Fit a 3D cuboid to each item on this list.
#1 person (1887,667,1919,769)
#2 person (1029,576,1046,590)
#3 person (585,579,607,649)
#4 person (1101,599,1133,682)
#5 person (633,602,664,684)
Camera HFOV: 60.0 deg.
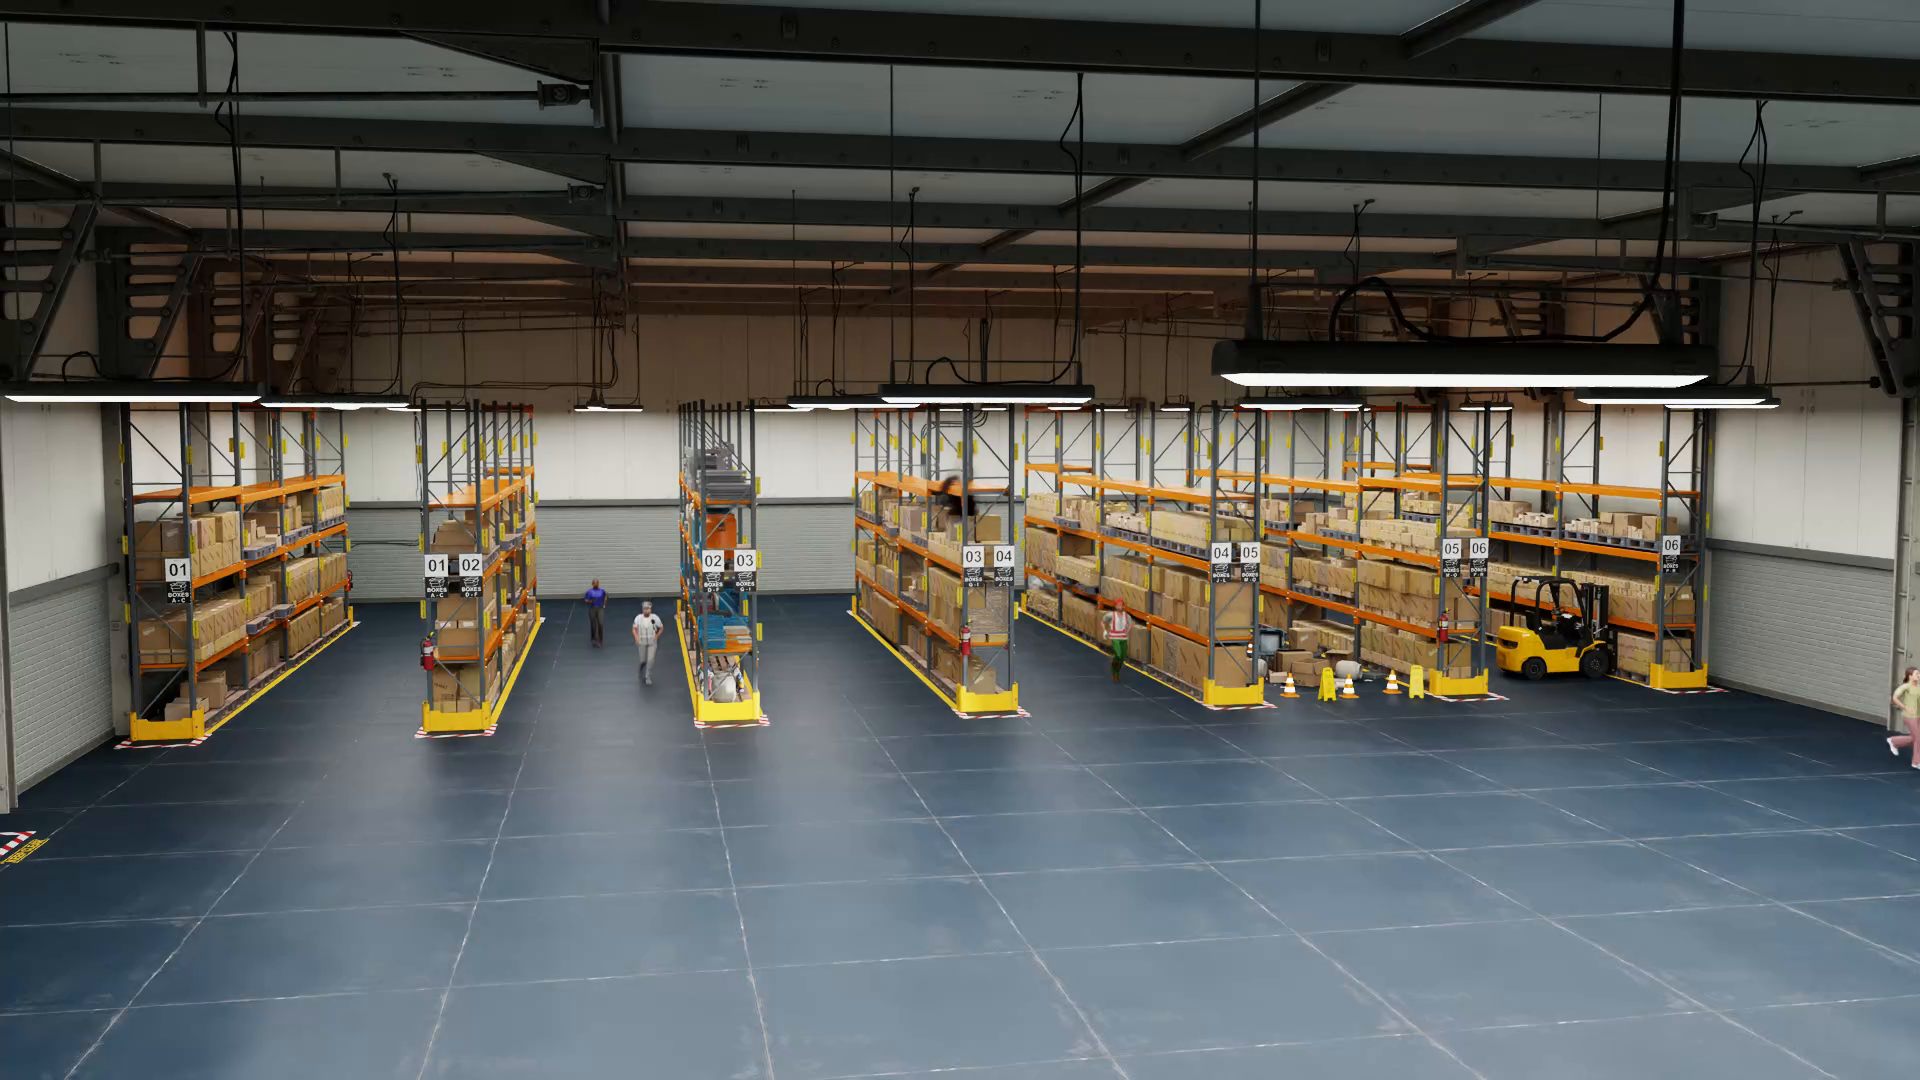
[{"bbox_3d":[15.417,2.877,27.011,0.580,1.649,0.747,-3,5,-30],"label":"person"},{"bbox_3d":[2.375,1.113,49.712,0.587,1.715,0.704,-1,4,-10],"label":"person"},{"bbox_3d":[-8.967,1.802,40.988,0.564,1.712,0.753,-1,5,-18],"label":"person"},{"bbox_3d":[3.403,2.146,35.550,0.640,1.785,0.700,-1,5,-19],"label":"person"},{"bbox_3d":[-6.653,2.181,35.495,0.653,1.758,0.647,-1,4,-9],"label":"person"}]
